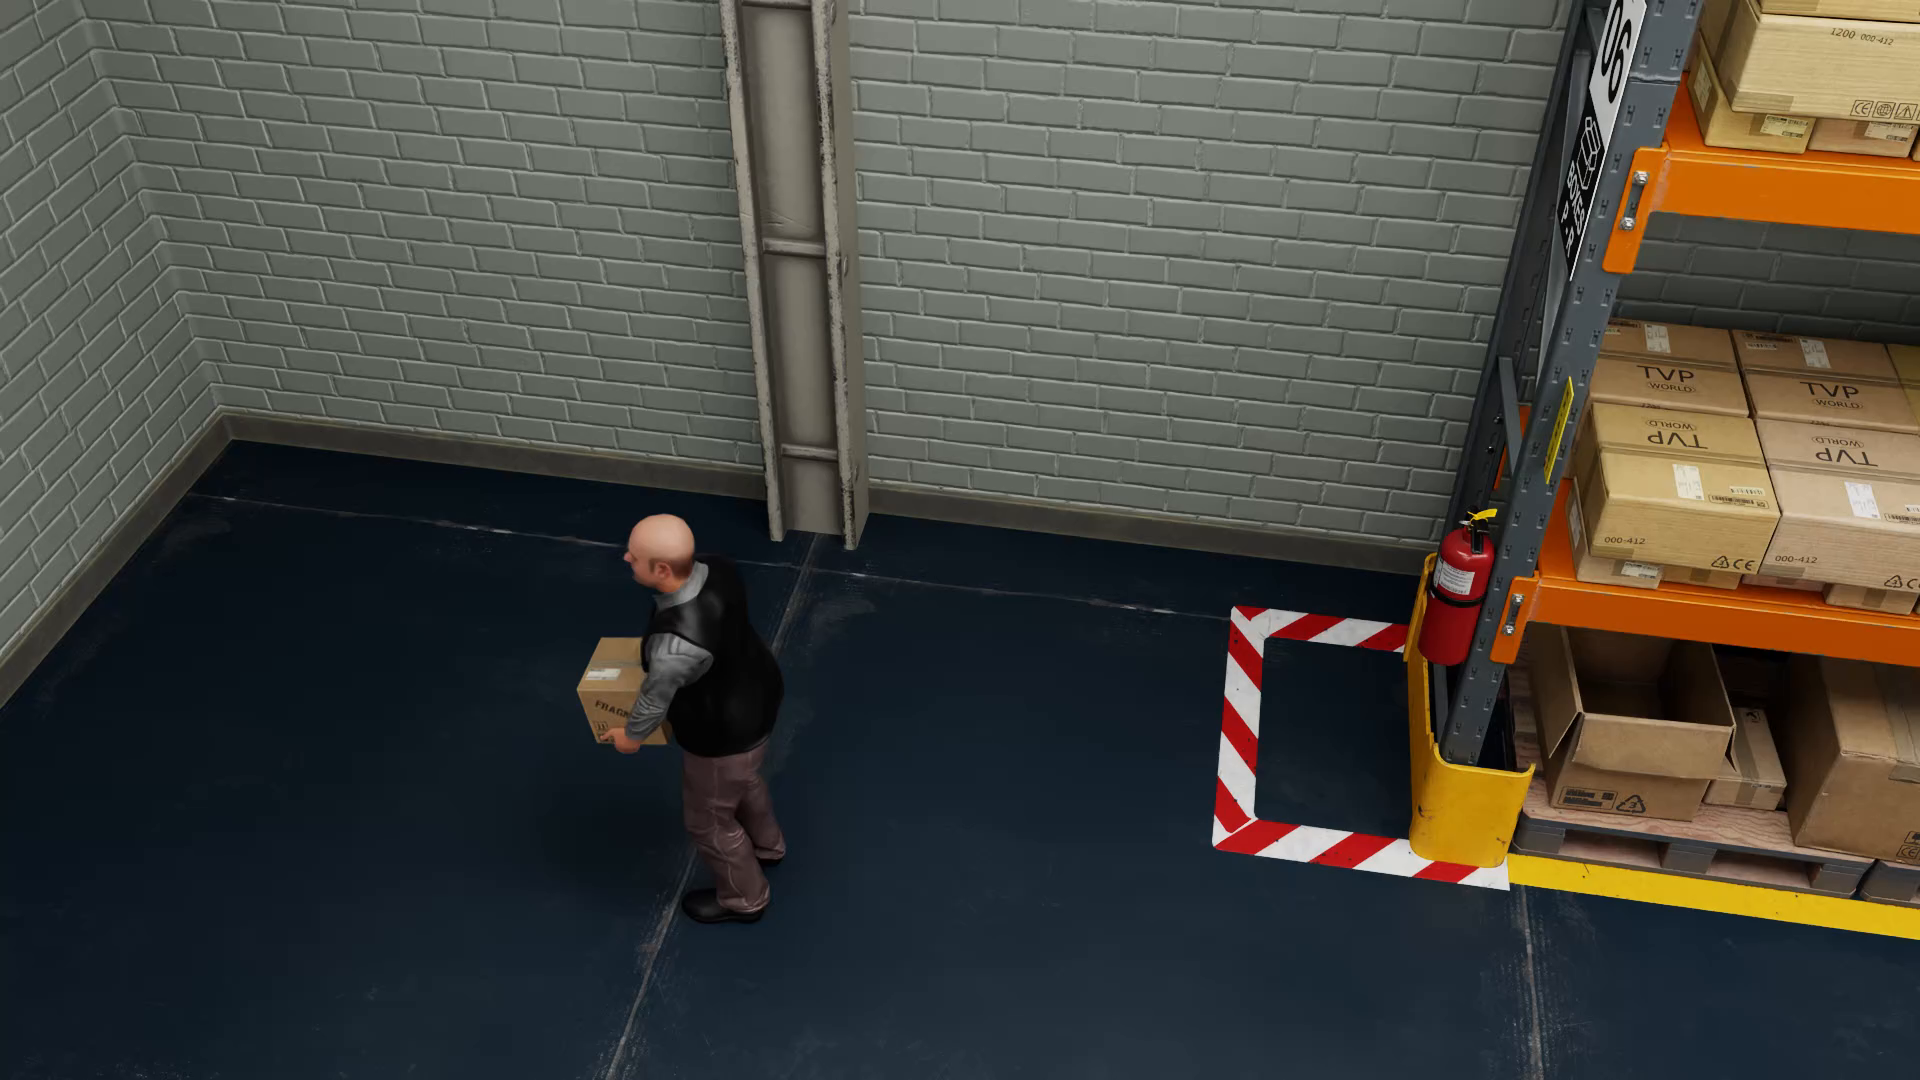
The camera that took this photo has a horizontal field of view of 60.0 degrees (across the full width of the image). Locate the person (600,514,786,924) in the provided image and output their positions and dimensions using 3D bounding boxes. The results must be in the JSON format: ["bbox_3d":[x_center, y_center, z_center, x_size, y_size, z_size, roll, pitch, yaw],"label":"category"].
[{"bbox_3d":[-0.876,0.593,5.489,0.574,1.711,0.488,6,41,7],"label":"person"}]
